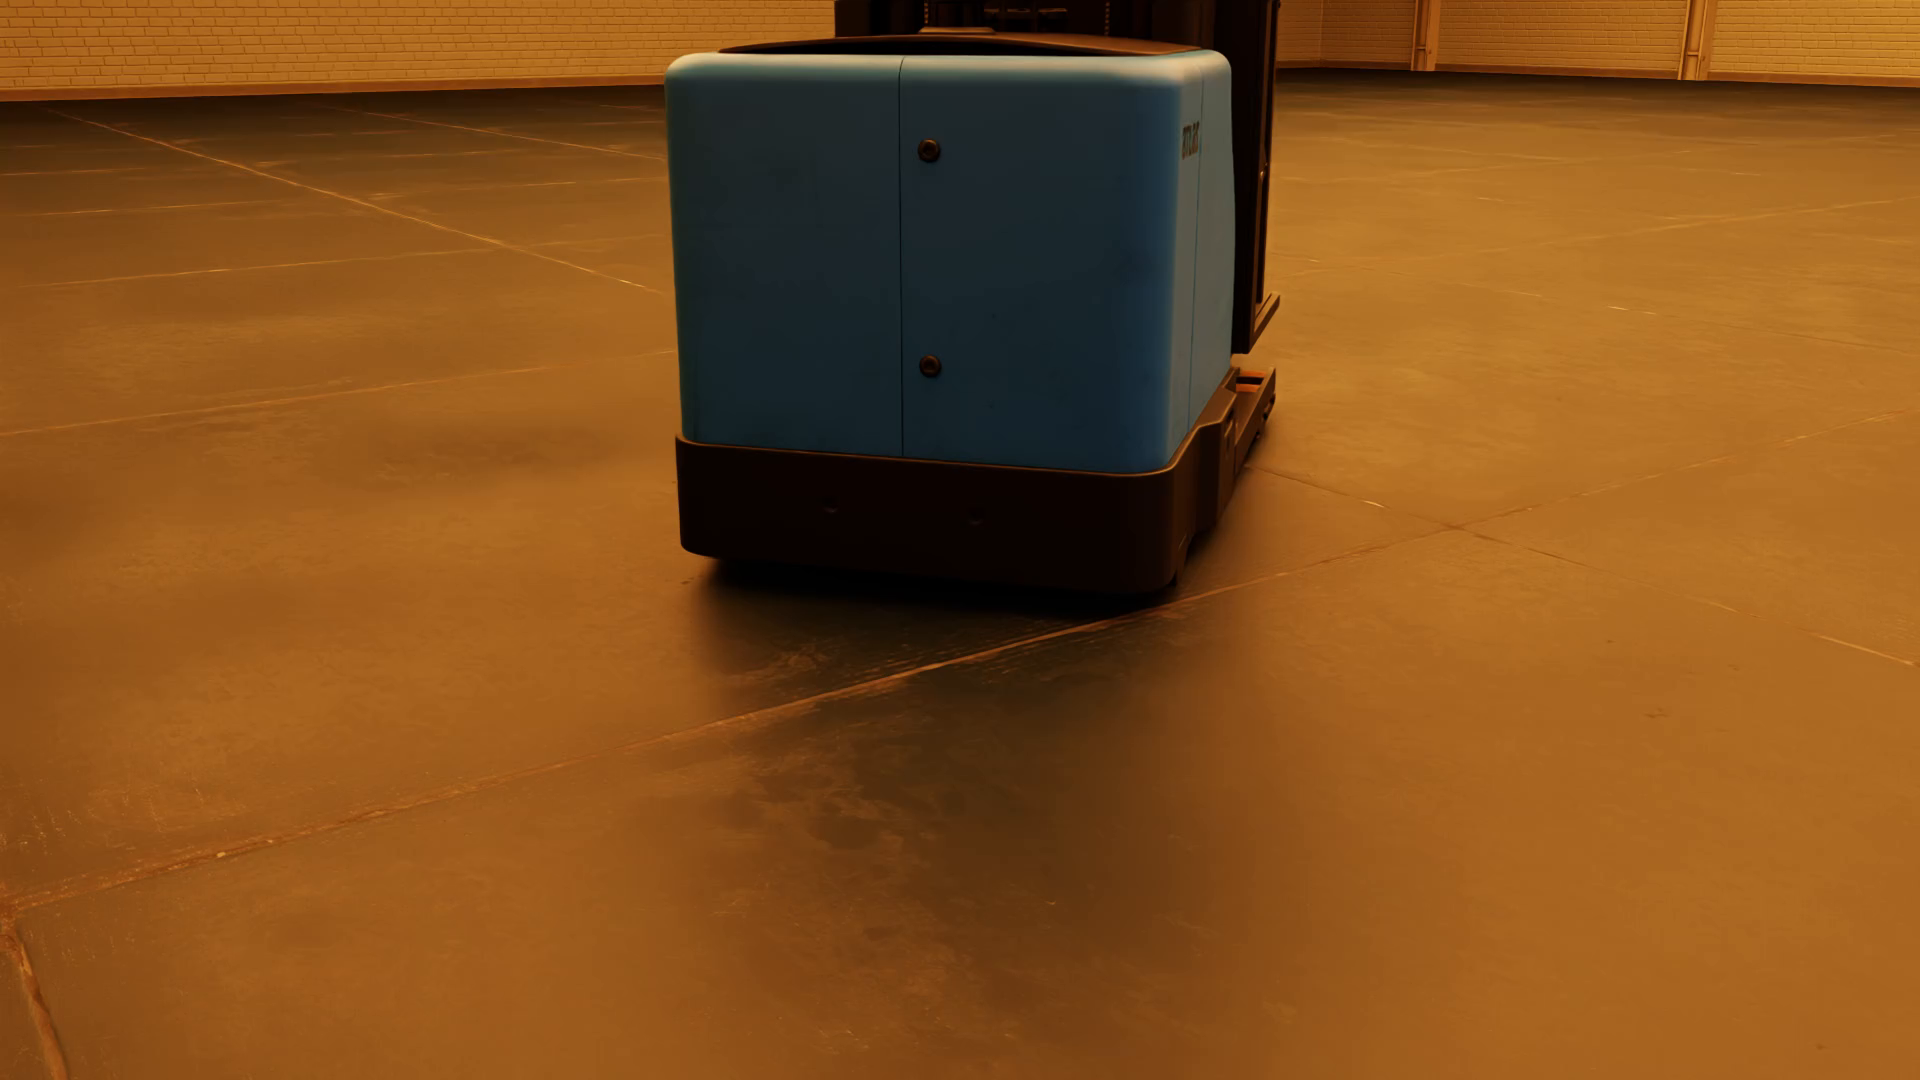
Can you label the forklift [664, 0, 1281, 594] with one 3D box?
[{"bbox_3d":[0.300,-1.699,4.311,1.130,2.935,3.031,5,18,15],"label":"forklift"}]
